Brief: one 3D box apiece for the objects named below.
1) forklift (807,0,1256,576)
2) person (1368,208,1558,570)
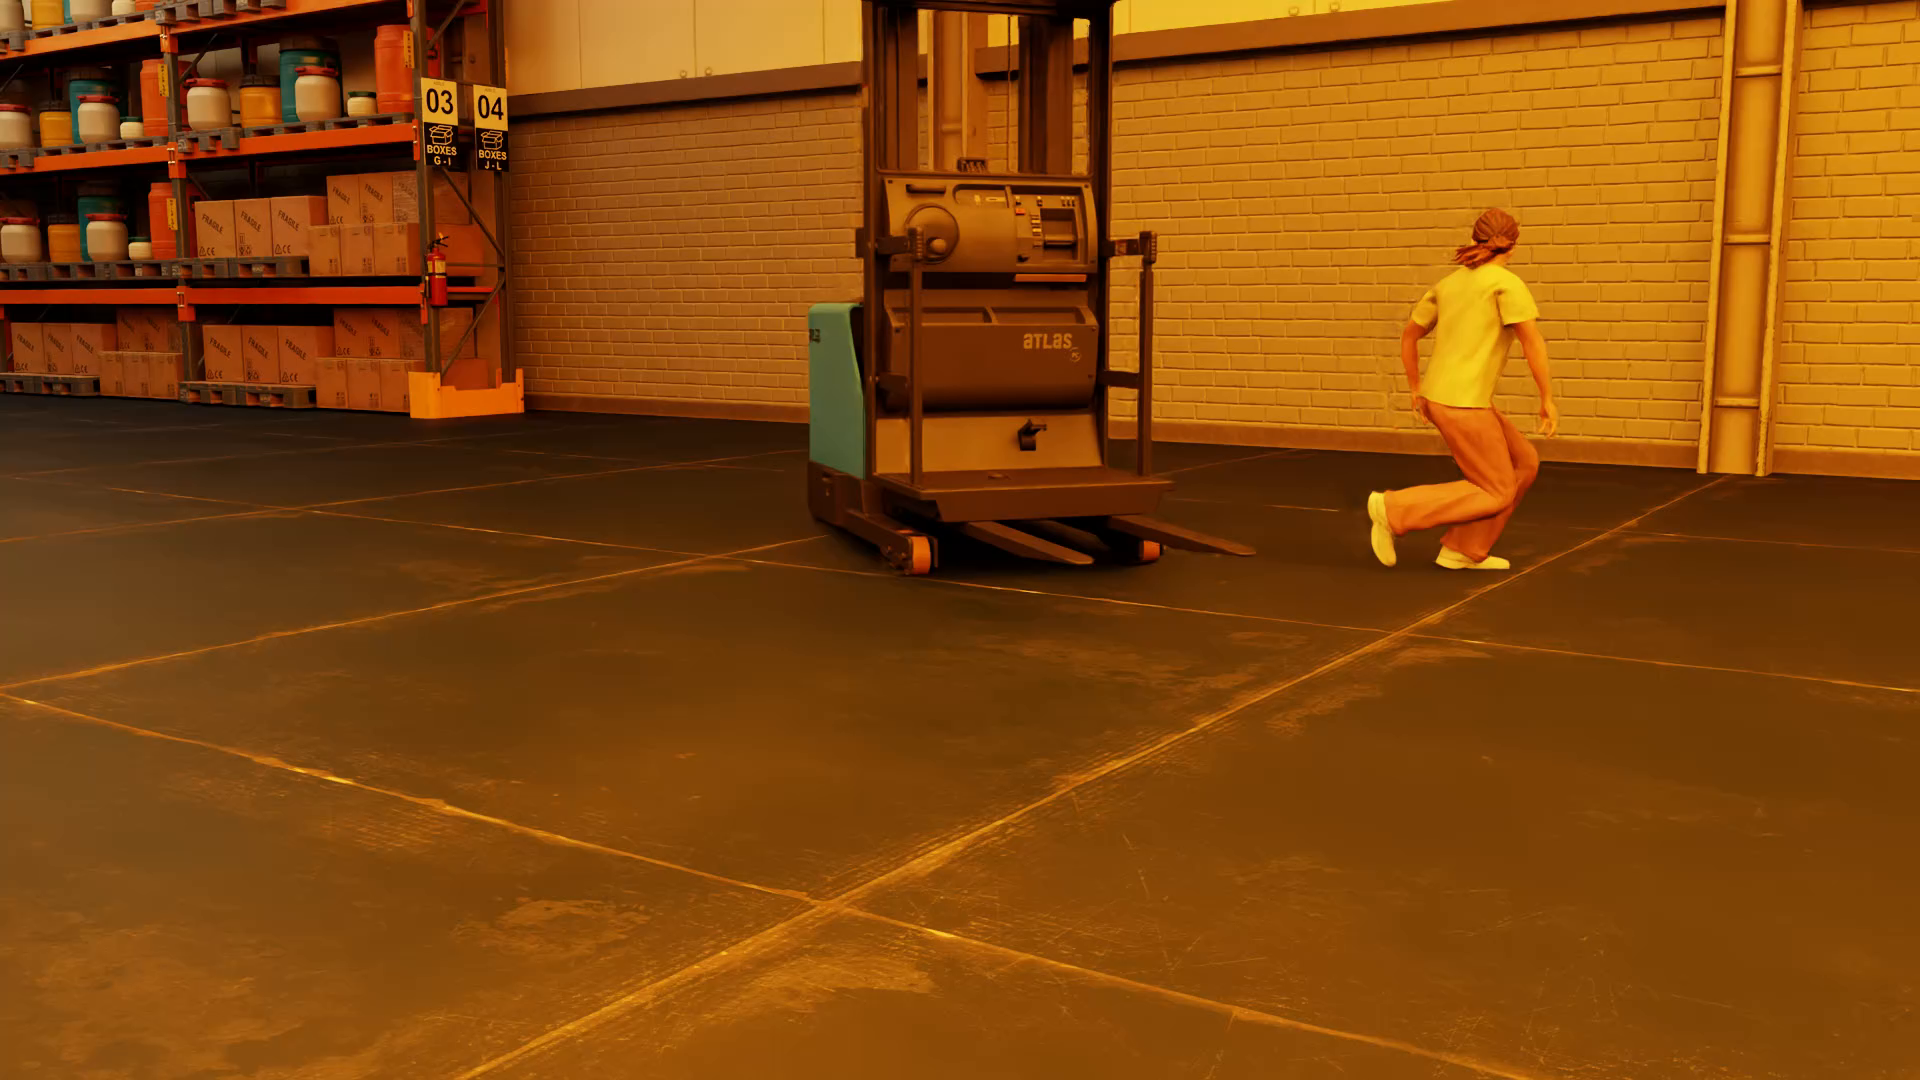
[{"bbox_3d":[0.207,-1.370,6.827,1.130,2.935,3.031,-3,9,-19],"label":"forklift"},{"bbox_3d":[1.989,-0.590,6.689,0.700,1.464,0.609,0,8,-3],"label":"person"}]
